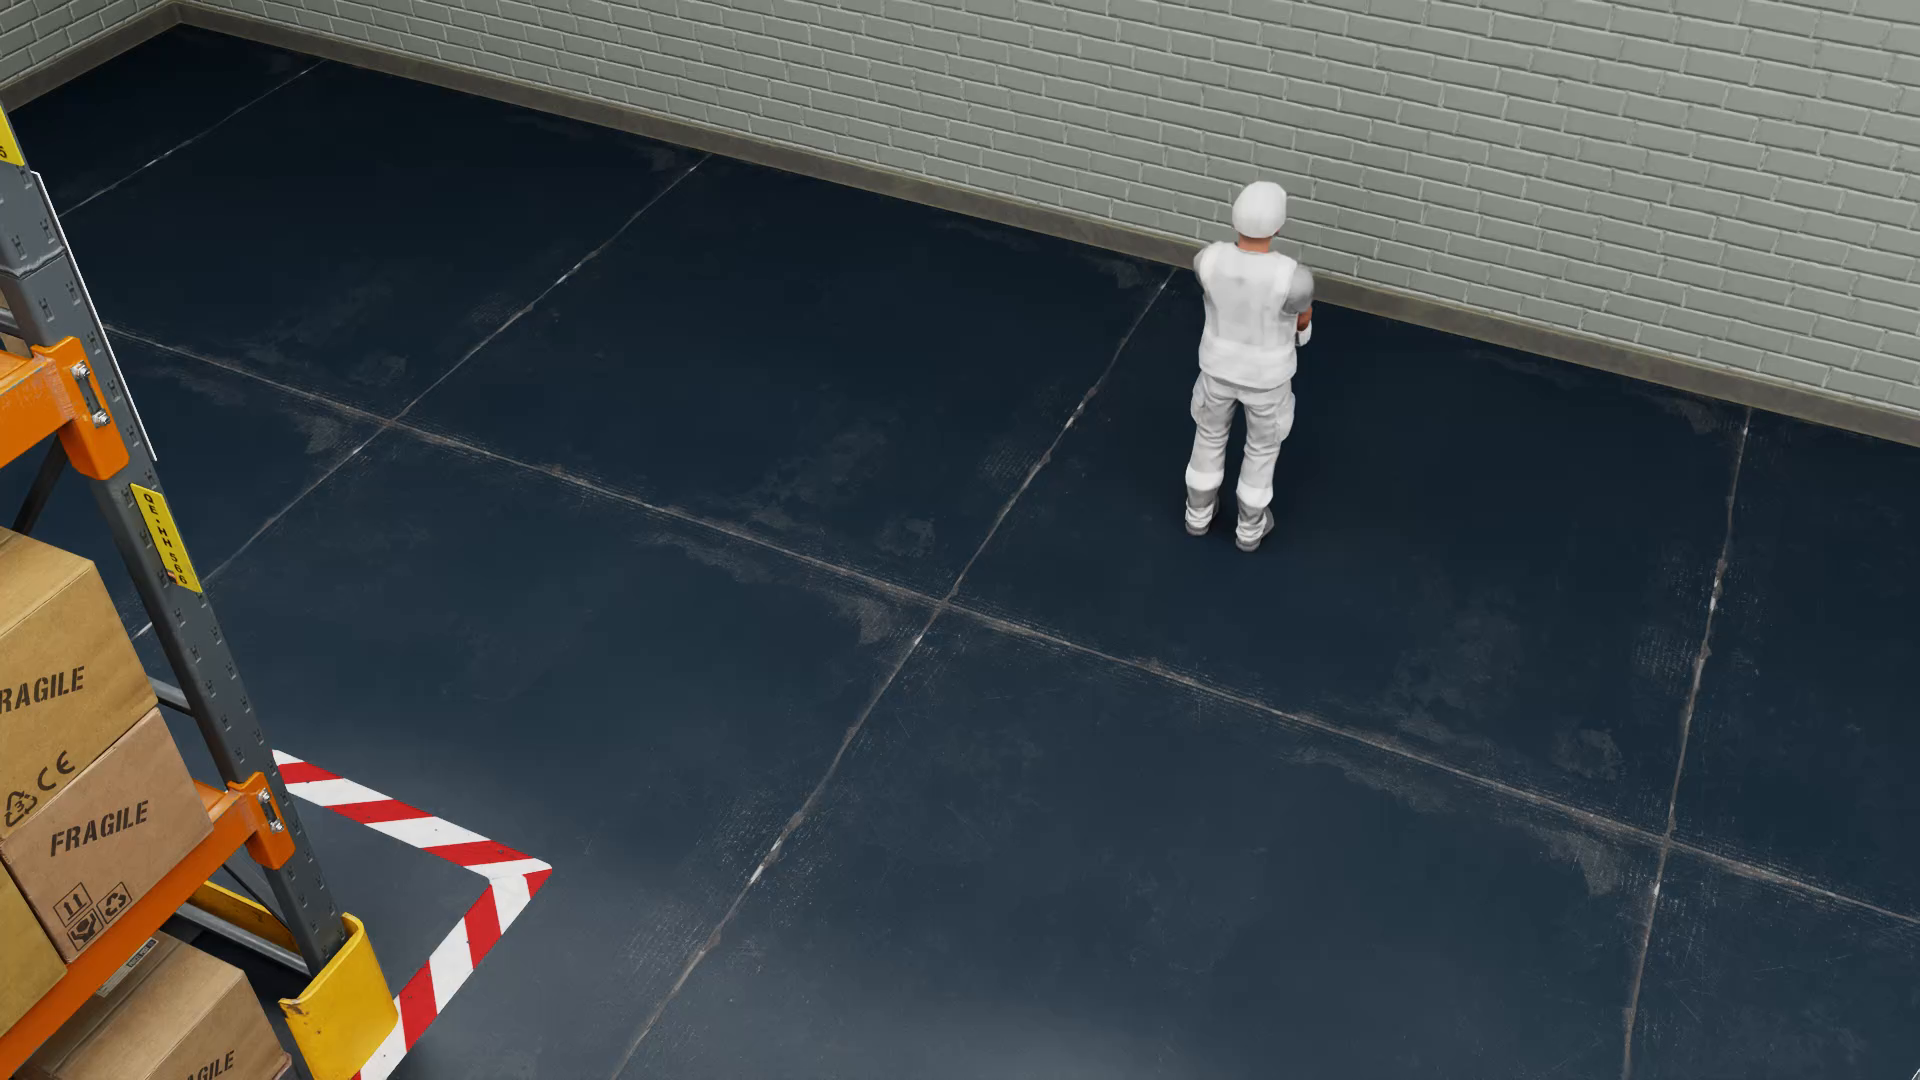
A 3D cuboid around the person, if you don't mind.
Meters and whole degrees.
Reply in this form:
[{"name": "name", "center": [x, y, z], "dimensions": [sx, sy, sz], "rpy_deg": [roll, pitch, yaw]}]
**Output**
[{"name": "person", "center": [1.226, -0.774, 7.016], "dimensions": [0.494, 1.783, 0.558], "rpy_deg": [18, 45, 19]}]
